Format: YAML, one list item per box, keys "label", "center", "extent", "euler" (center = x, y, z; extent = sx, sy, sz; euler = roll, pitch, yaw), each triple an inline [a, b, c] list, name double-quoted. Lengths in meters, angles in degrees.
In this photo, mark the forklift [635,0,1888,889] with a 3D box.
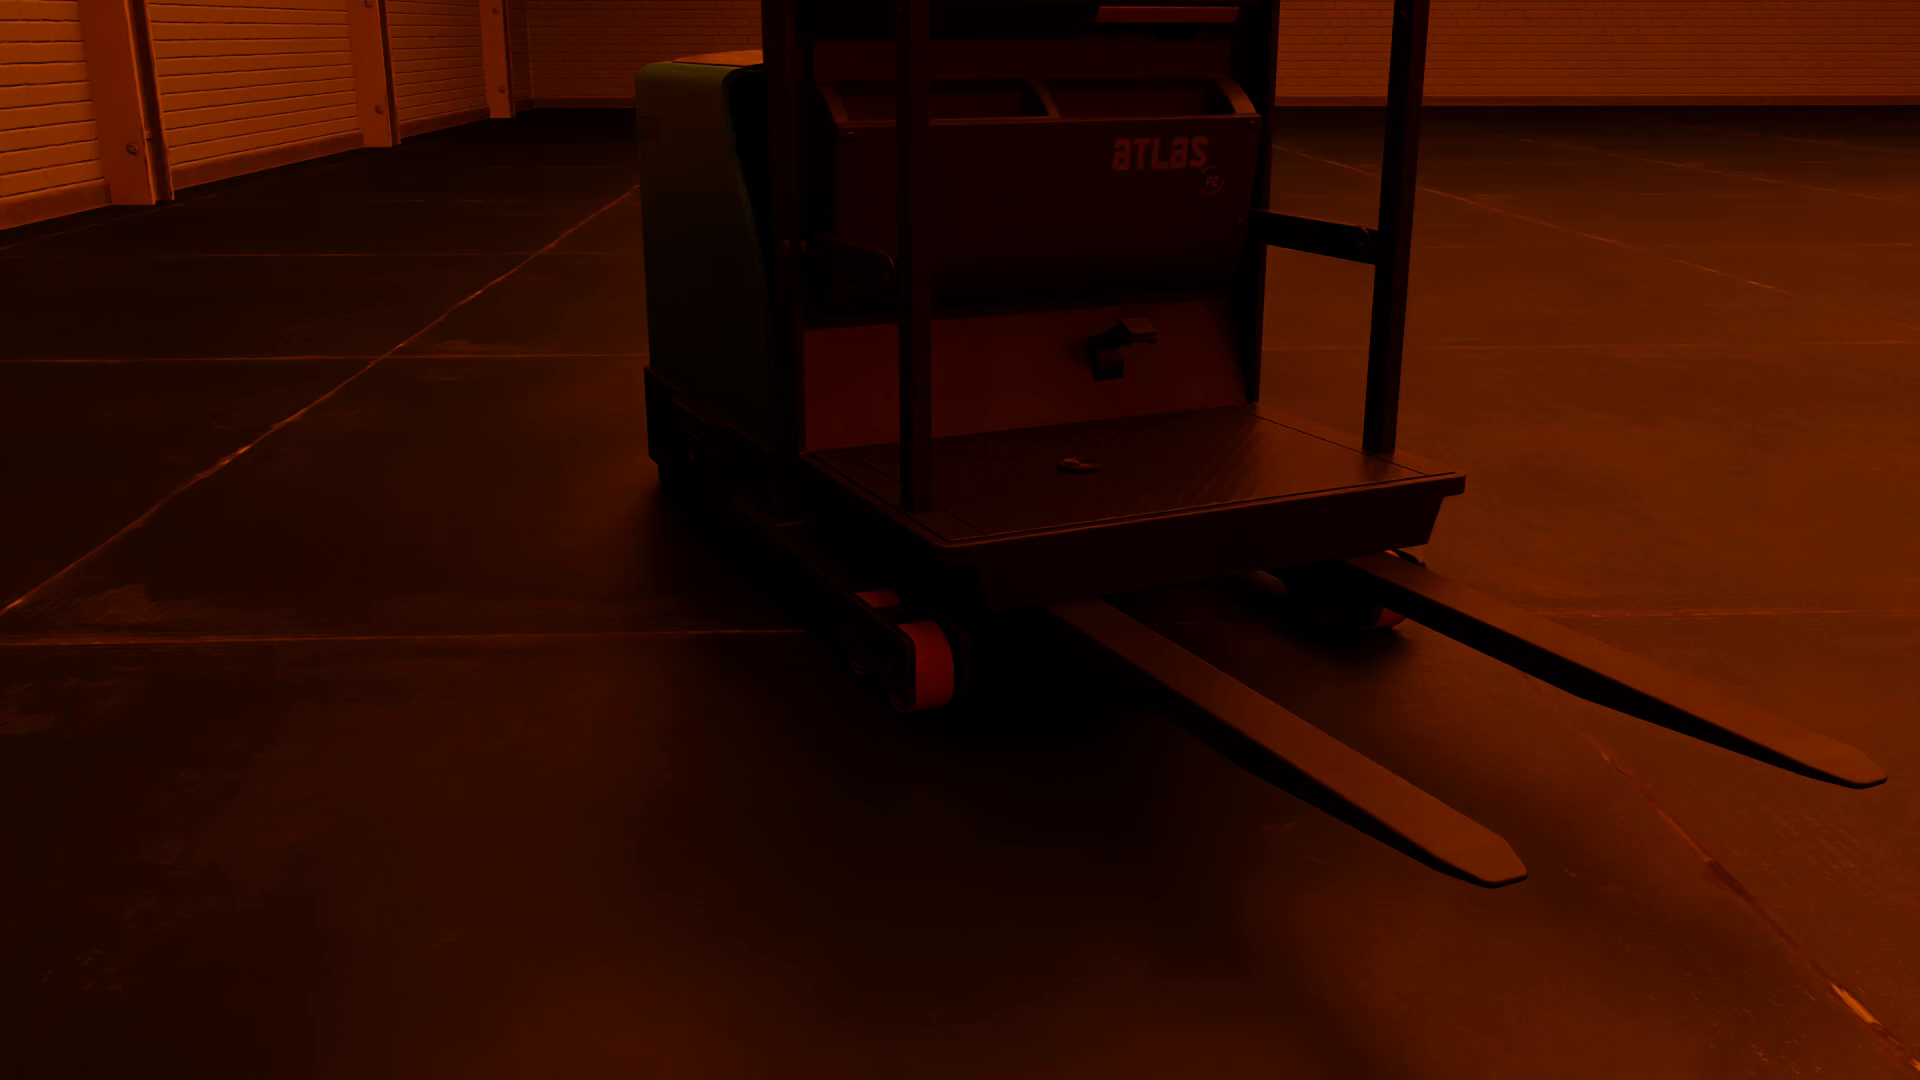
- label: "forklift"
  center: [0.258, -1.240, 2.962]
  extent: [1.130, 2.935, 3.031]
  euler: [-8, 19, -24]
